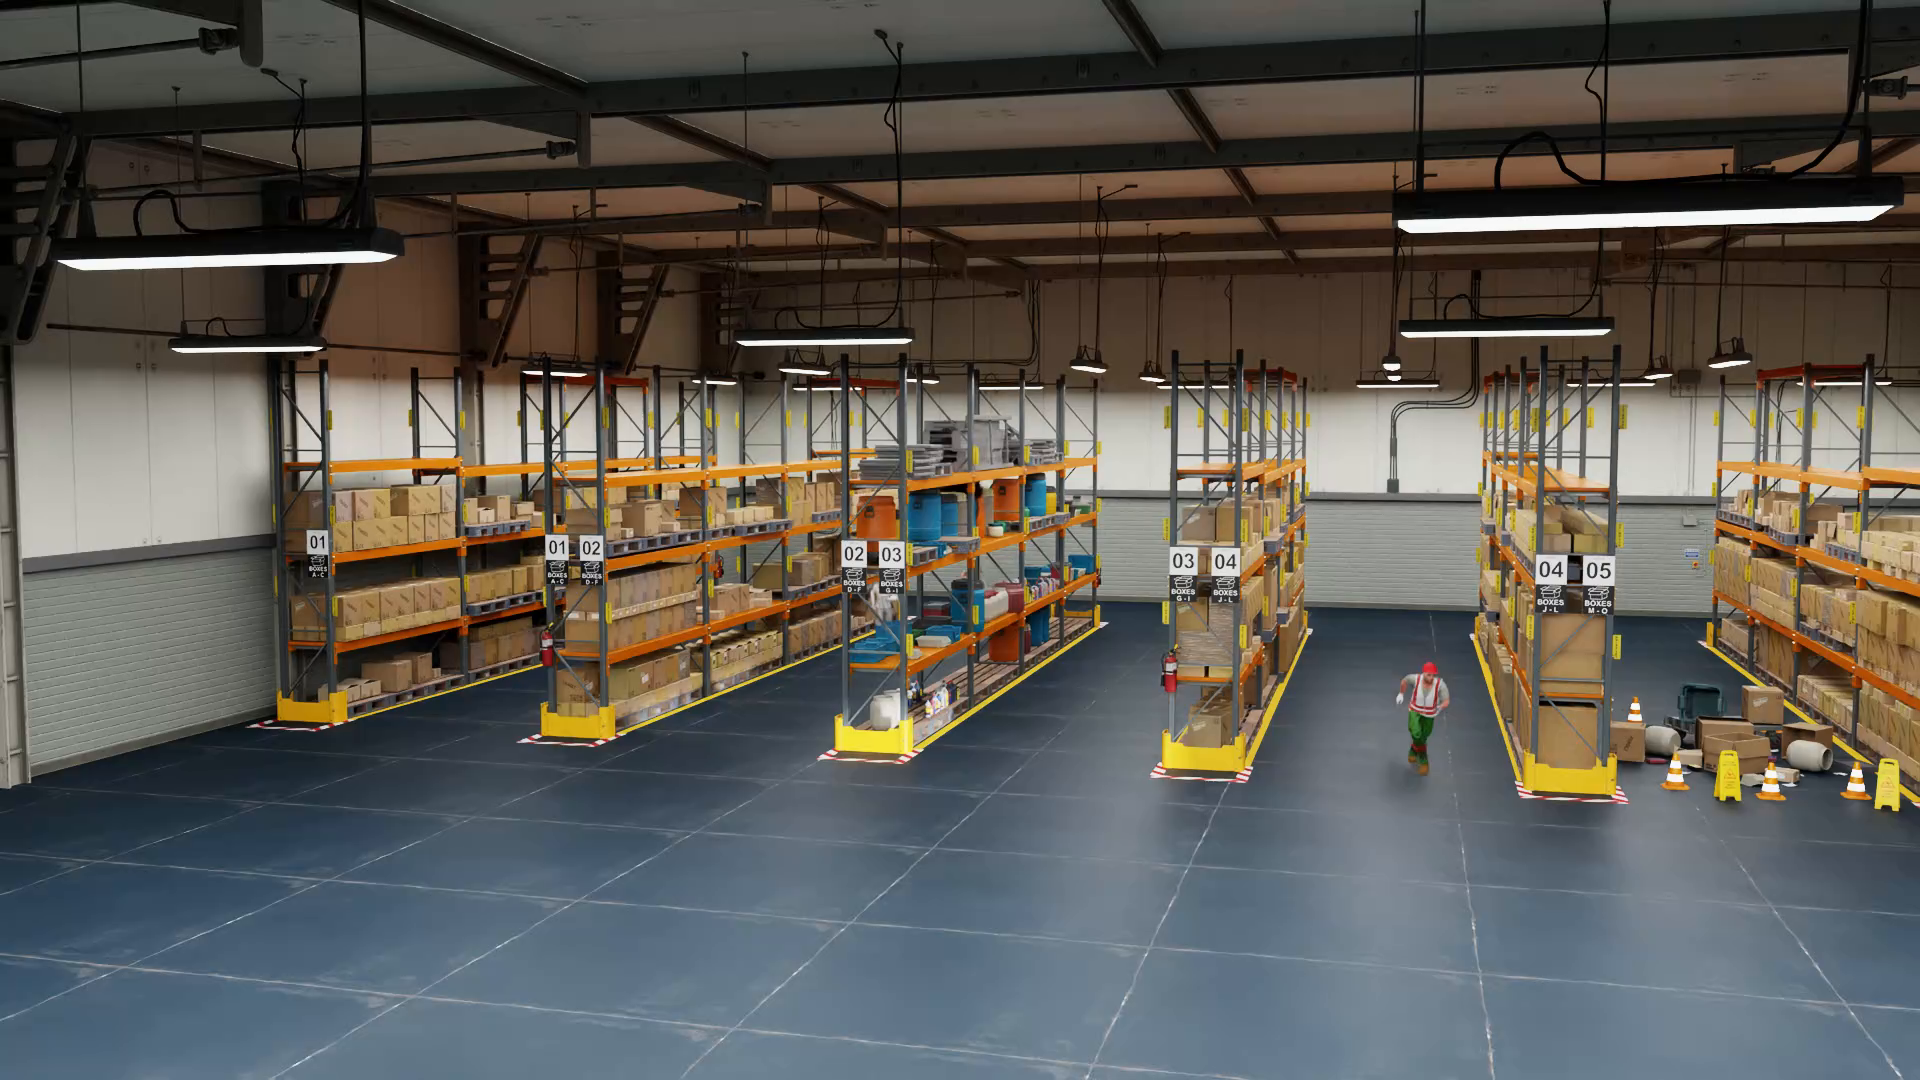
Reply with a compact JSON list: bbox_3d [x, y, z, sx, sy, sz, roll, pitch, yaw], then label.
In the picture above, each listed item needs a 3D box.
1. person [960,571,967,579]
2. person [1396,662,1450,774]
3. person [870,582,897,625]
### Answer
[{"bbox_3d":[0.102,1.522,36.831,0.542,1.683,0.692,2,5,26],"label":"person"},{"bbox_3d":[6.583,2.475,23.657,0.692,1.583,1.122,1,4,8],"label":"person"},{"bbox_3d":[-1.602,1.478,34.827,0.575,1.741,0.696,0,4,0],"label":"person"}]
